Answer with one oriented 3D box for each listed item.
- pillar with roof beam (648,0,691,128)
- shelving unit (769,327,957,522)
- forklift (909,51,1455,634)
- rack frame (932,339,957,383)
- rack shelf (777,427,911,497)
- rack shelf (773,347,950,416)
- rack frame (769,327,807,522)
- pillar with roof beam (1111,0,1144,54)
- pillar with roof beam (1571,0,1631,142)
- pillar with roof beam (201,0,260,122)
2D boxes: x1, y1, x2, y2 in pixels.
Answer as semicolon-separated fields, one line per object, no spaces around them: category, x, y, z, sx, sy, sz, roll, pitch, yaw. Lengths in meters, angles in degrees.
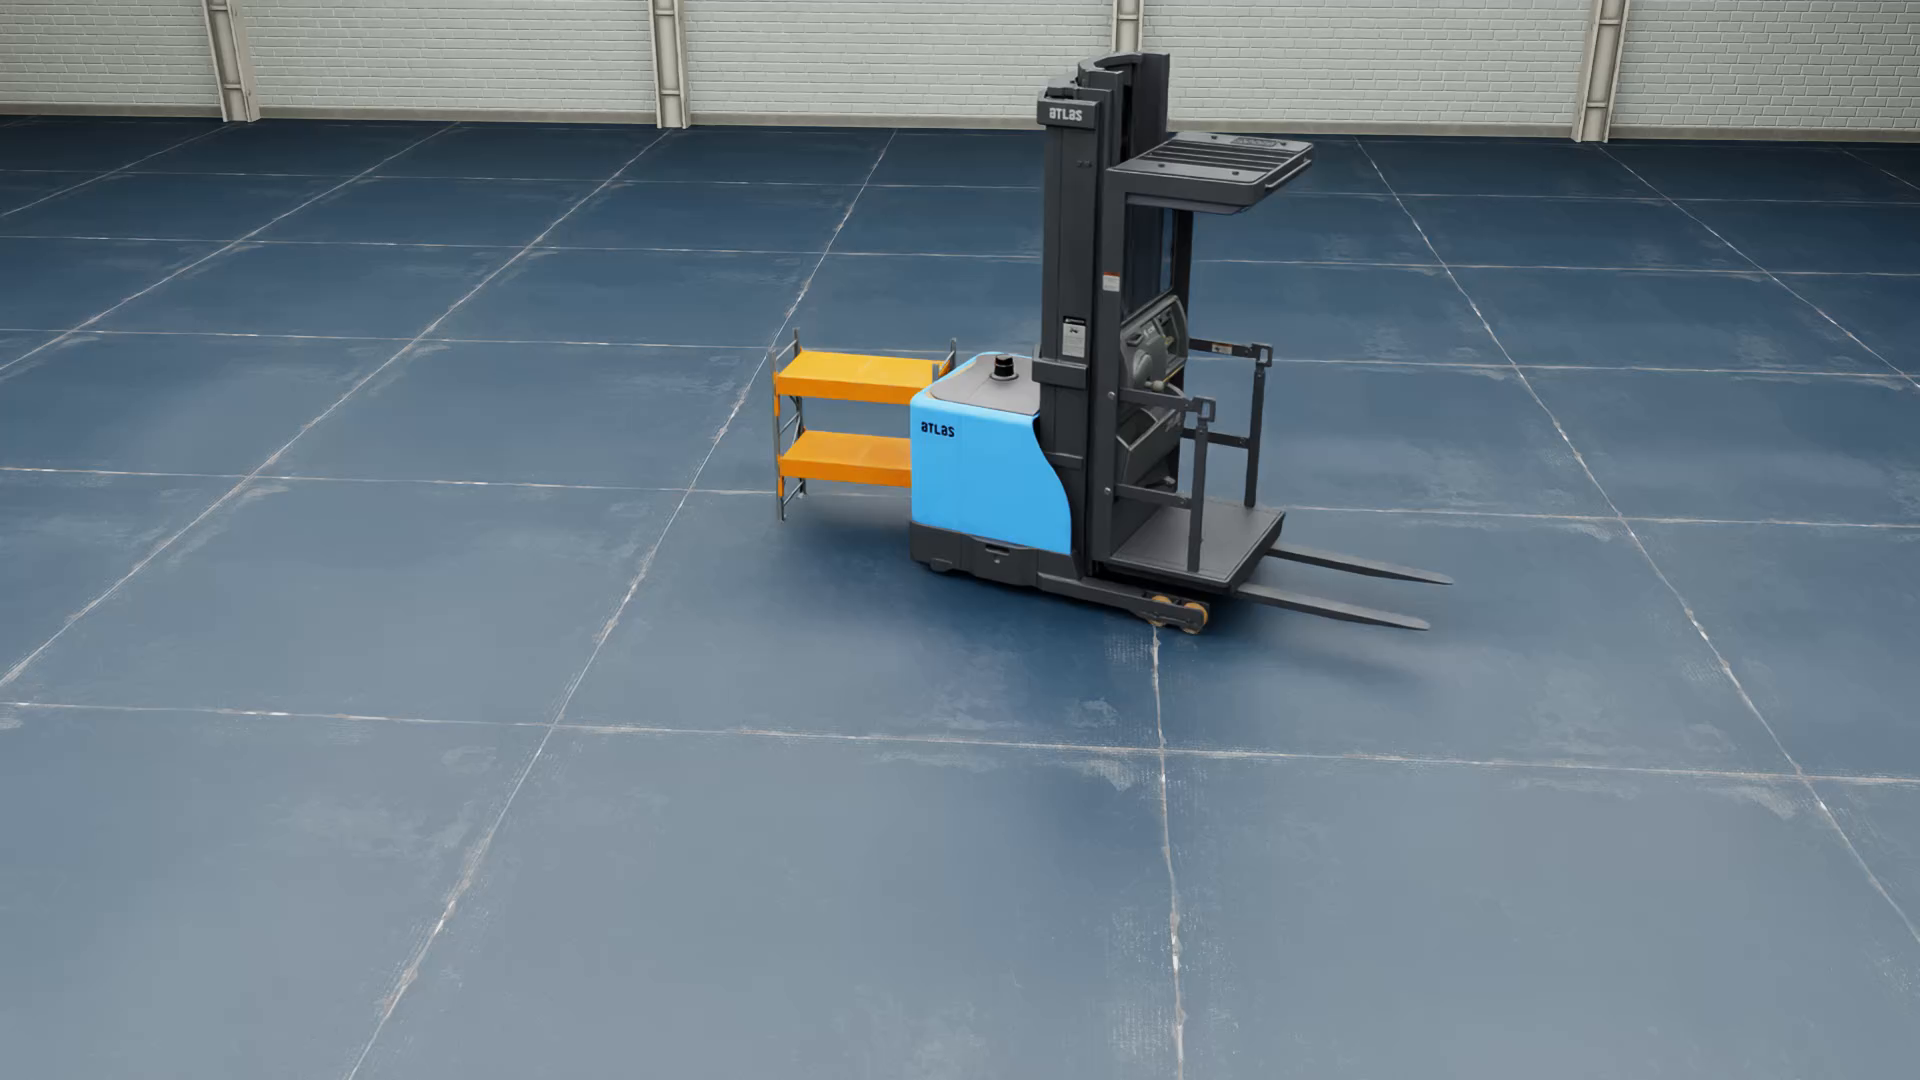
pillar with roof beam;-4.164;-7.853;16.551;0.400;9.000;9.100;2;25;4
shelving unit;-0.587;-0.677;10.375;1.048;1.125;0.538;6;25;12
forklift;1.251;-1.071;9.072;3.031;2.935;1.130;12;27;24
rack frame;-0.092;-0.628;10.269;0.032;1.125;0.500;6;25;12
rack shelf;-0.587;-0.455;10.477;1.000;0.278;0.538;6;25;12
rack shelf;-0.587;-0.943;10.253;1.000;0.278;0.538;6;25;12
rack frame;-1.082;-0.725;10.481;0.032;1.125;0.500;6;25;12
pillar with roof beam;1.819;-7.661;16.134;0.400;9.000;9.100;2;25;4
pillar with roof beam;7.801;-7.469;15.717;0.400;9.000;9.100;2;25;4
pillar with roof beam;-10.146;-8.045;16.969;0.400;9.000;9.100;2;25;4
